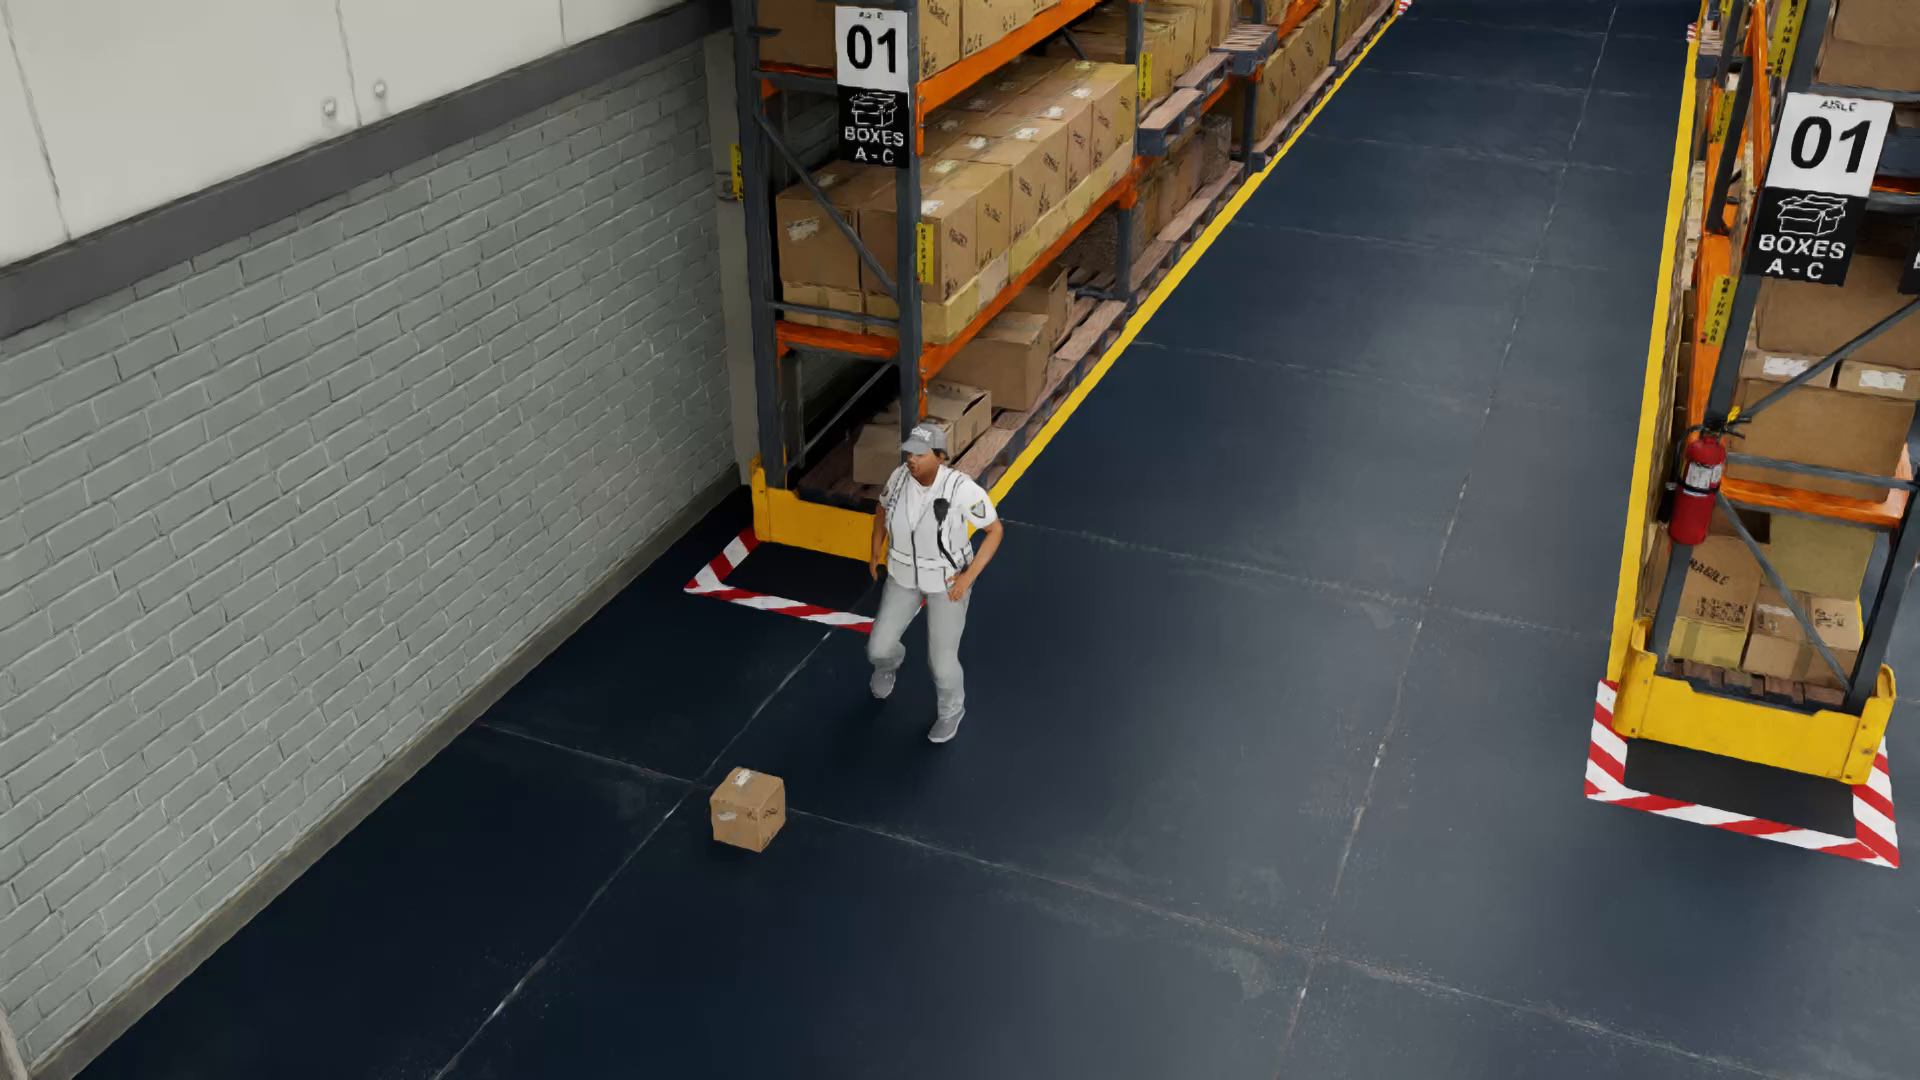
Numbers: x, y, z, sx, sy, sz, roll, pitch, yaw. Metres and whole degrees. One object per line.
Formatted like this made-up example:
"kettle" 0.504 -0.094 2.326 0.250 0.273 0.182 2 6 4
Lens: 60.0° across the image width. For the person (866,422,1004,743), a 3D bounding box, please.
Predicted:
"person" -0.161 0.207 8.068 0.707 1.637 0.477 11 31 18
